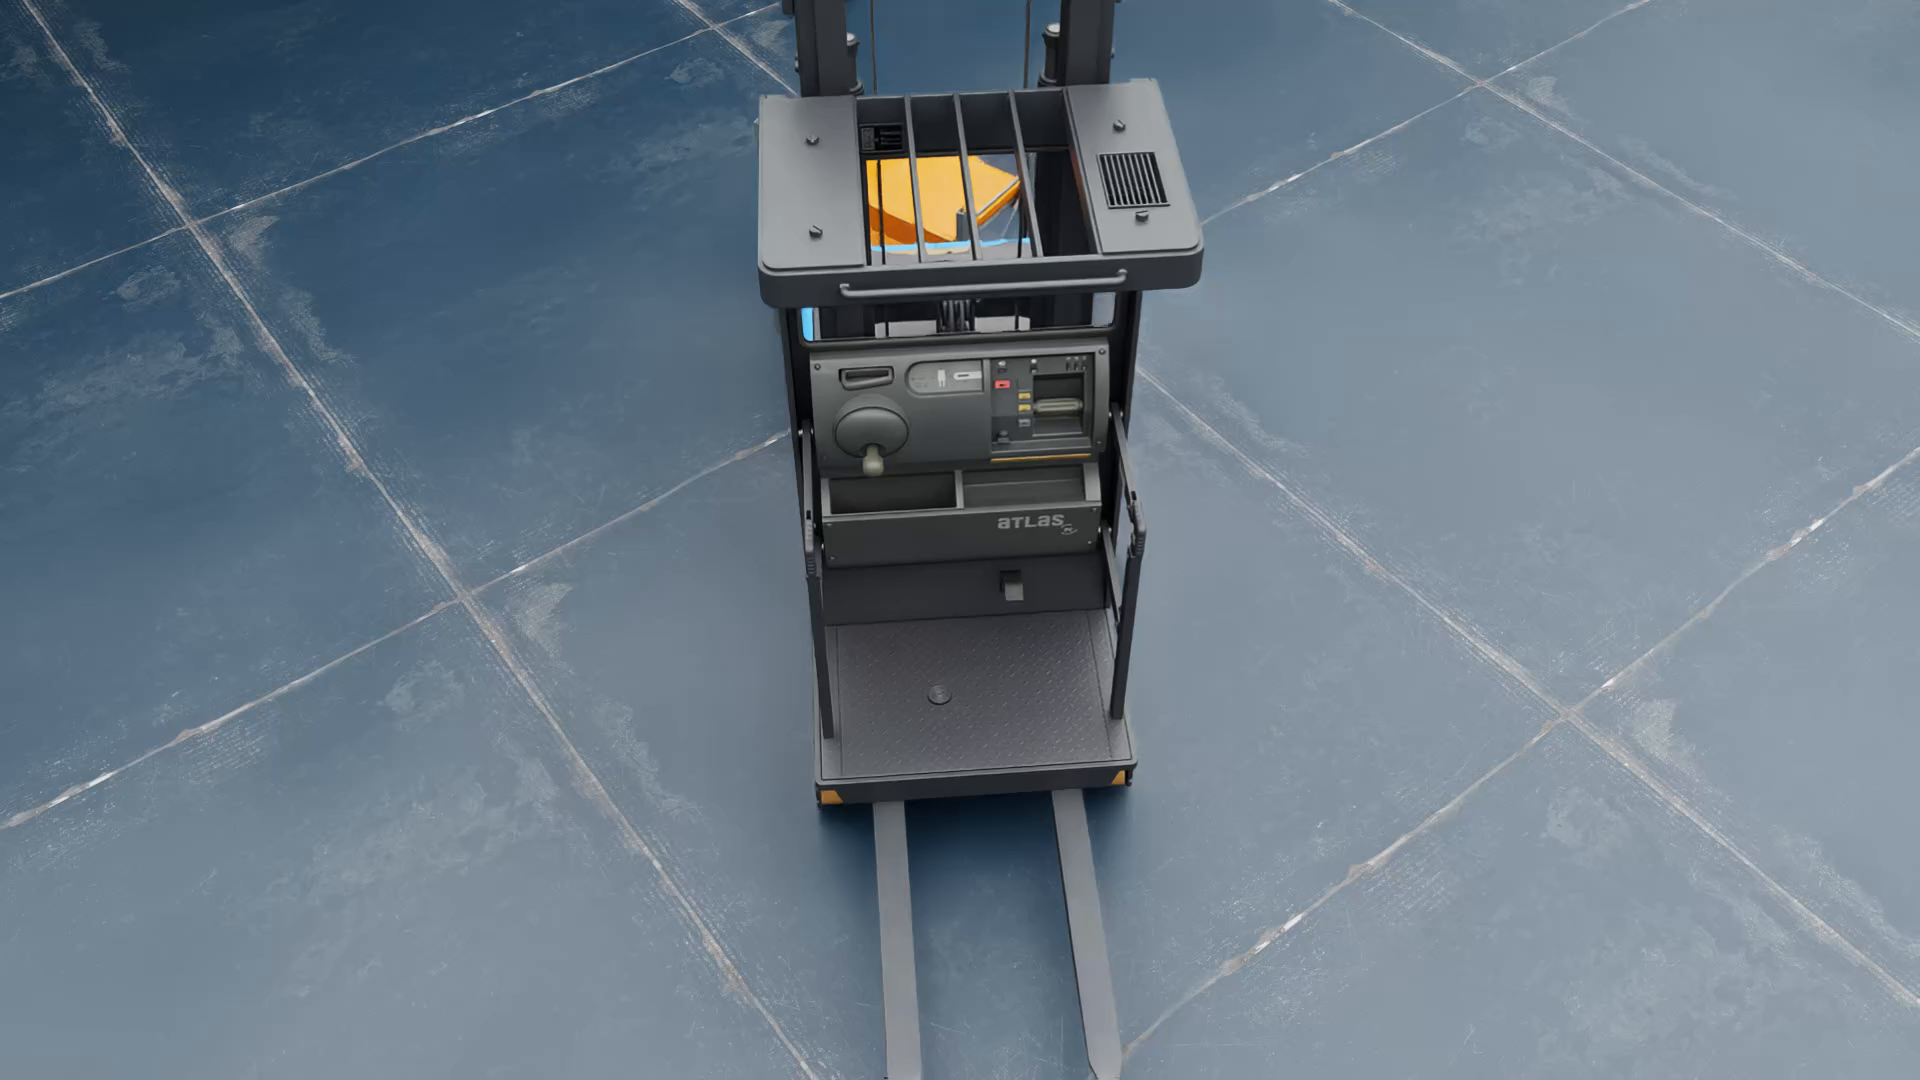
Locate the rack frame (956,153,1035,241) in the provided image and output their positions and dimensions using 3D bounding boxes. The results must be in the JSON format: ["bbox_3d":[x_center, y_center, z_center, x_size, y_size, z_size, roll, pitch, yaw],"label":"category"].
[{"bbox_3d":[0.143,-1.028,6.921,0.032,1.125,0.500,28,54,23],"label":"rack frame"}]

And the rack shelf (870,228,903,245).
[{"bbox_3d":[-0.271,-1.083,7.301,1.000,0.278,0.538,28,54,23],"label":"rack shelf"}]

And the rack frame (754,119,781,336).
[{"bbox_3d":[-0.684,-1.466,7.319,0.032,1.125,0.500,28,54,23],"label":"rack frame"}]

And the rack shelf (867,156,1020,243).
[{"bbox_3d":[-0.271,-1.444,6.903,1.000,0.278,0.538,28,54,23],"label":"rack shelf"}]

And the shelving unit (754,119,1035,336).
[{"bbox_3d":[-0.271,-1.247,7.120,1.048,1.125,0.538,28,54,23],"label":"shelving unit"}]

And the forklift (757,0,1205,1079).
[{"bbox_3d":[0.022,-0.313,5.054,1.130,2.935,3.031,-3,48,-3],"label":"forklift"}]
